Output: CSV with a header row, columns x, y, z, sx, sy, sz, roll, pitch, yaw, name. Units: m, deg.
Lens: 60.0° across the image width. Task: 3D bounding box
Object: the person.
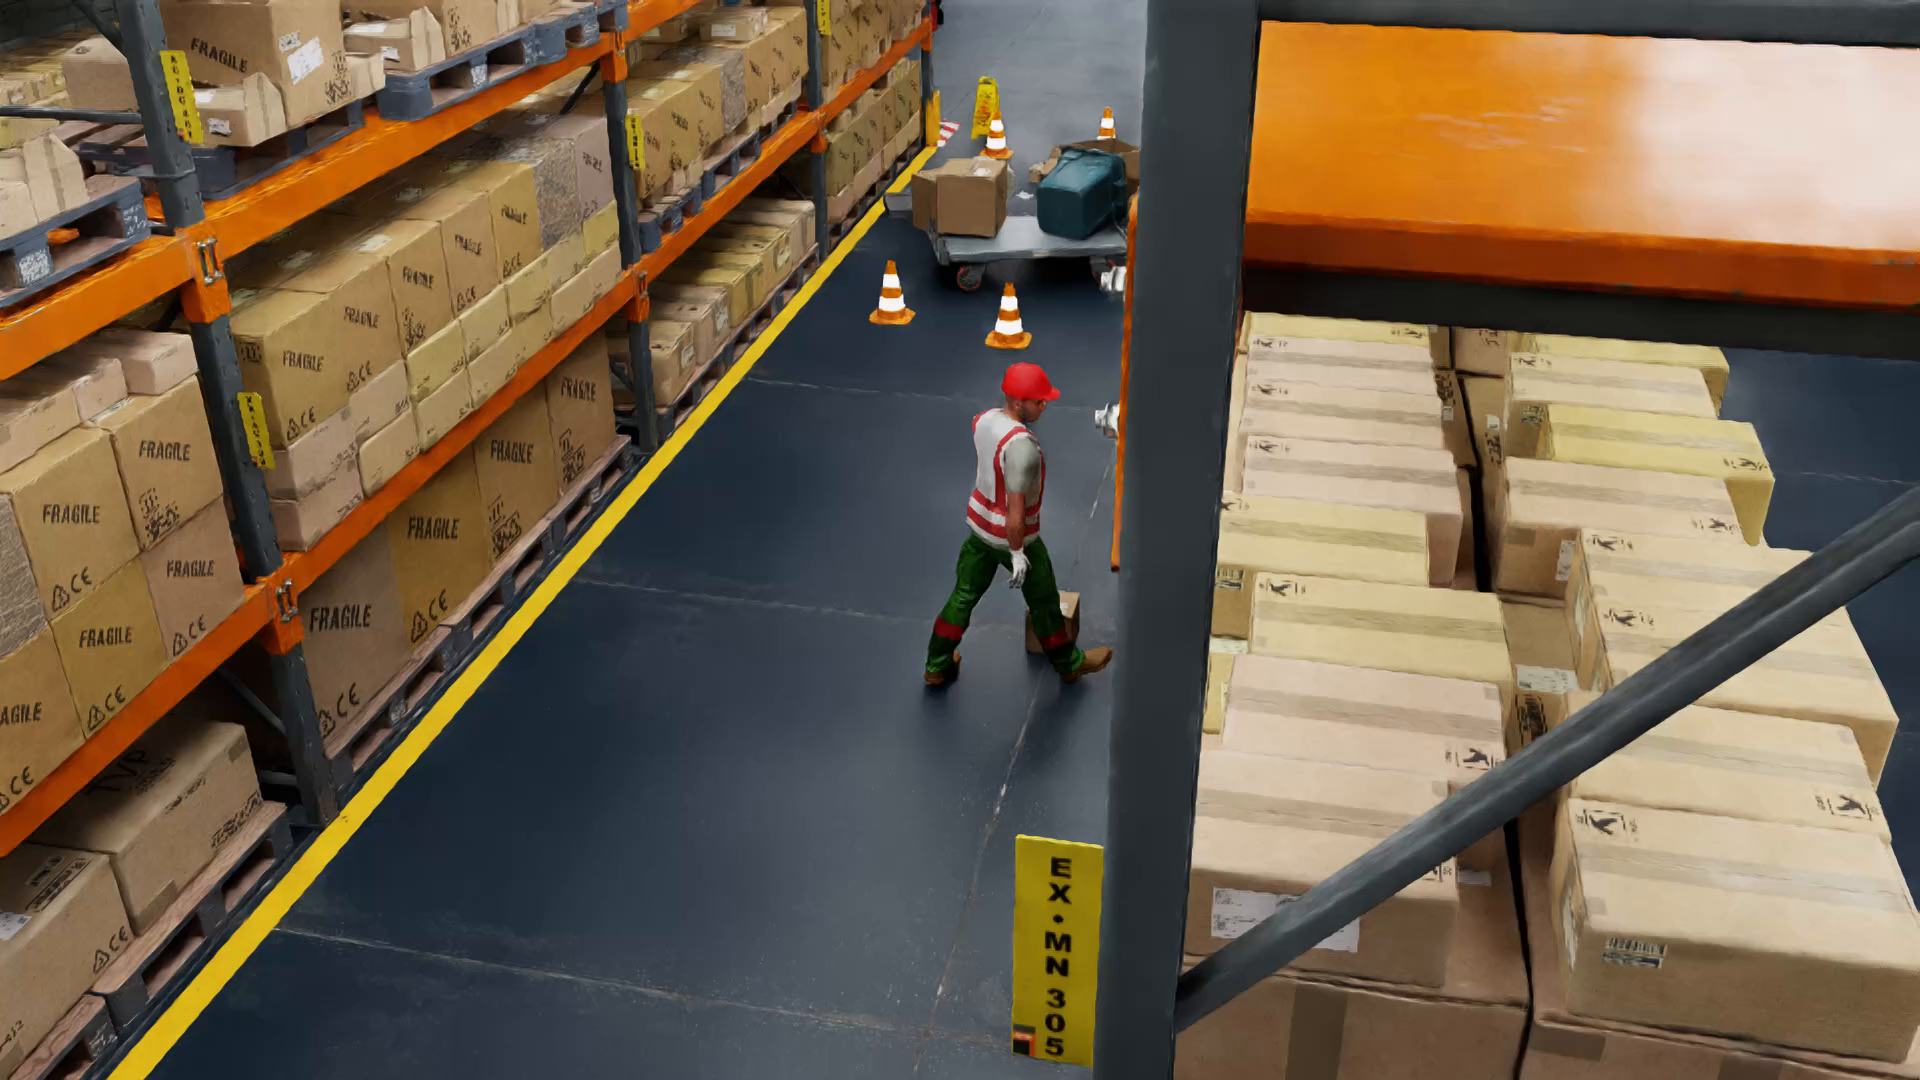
x,y,z,sx,sy,sz,roll,pitch,yaw,name
0.284,-0.065,8.229,0.900,1.753,0.623,-15,32,-26,person
